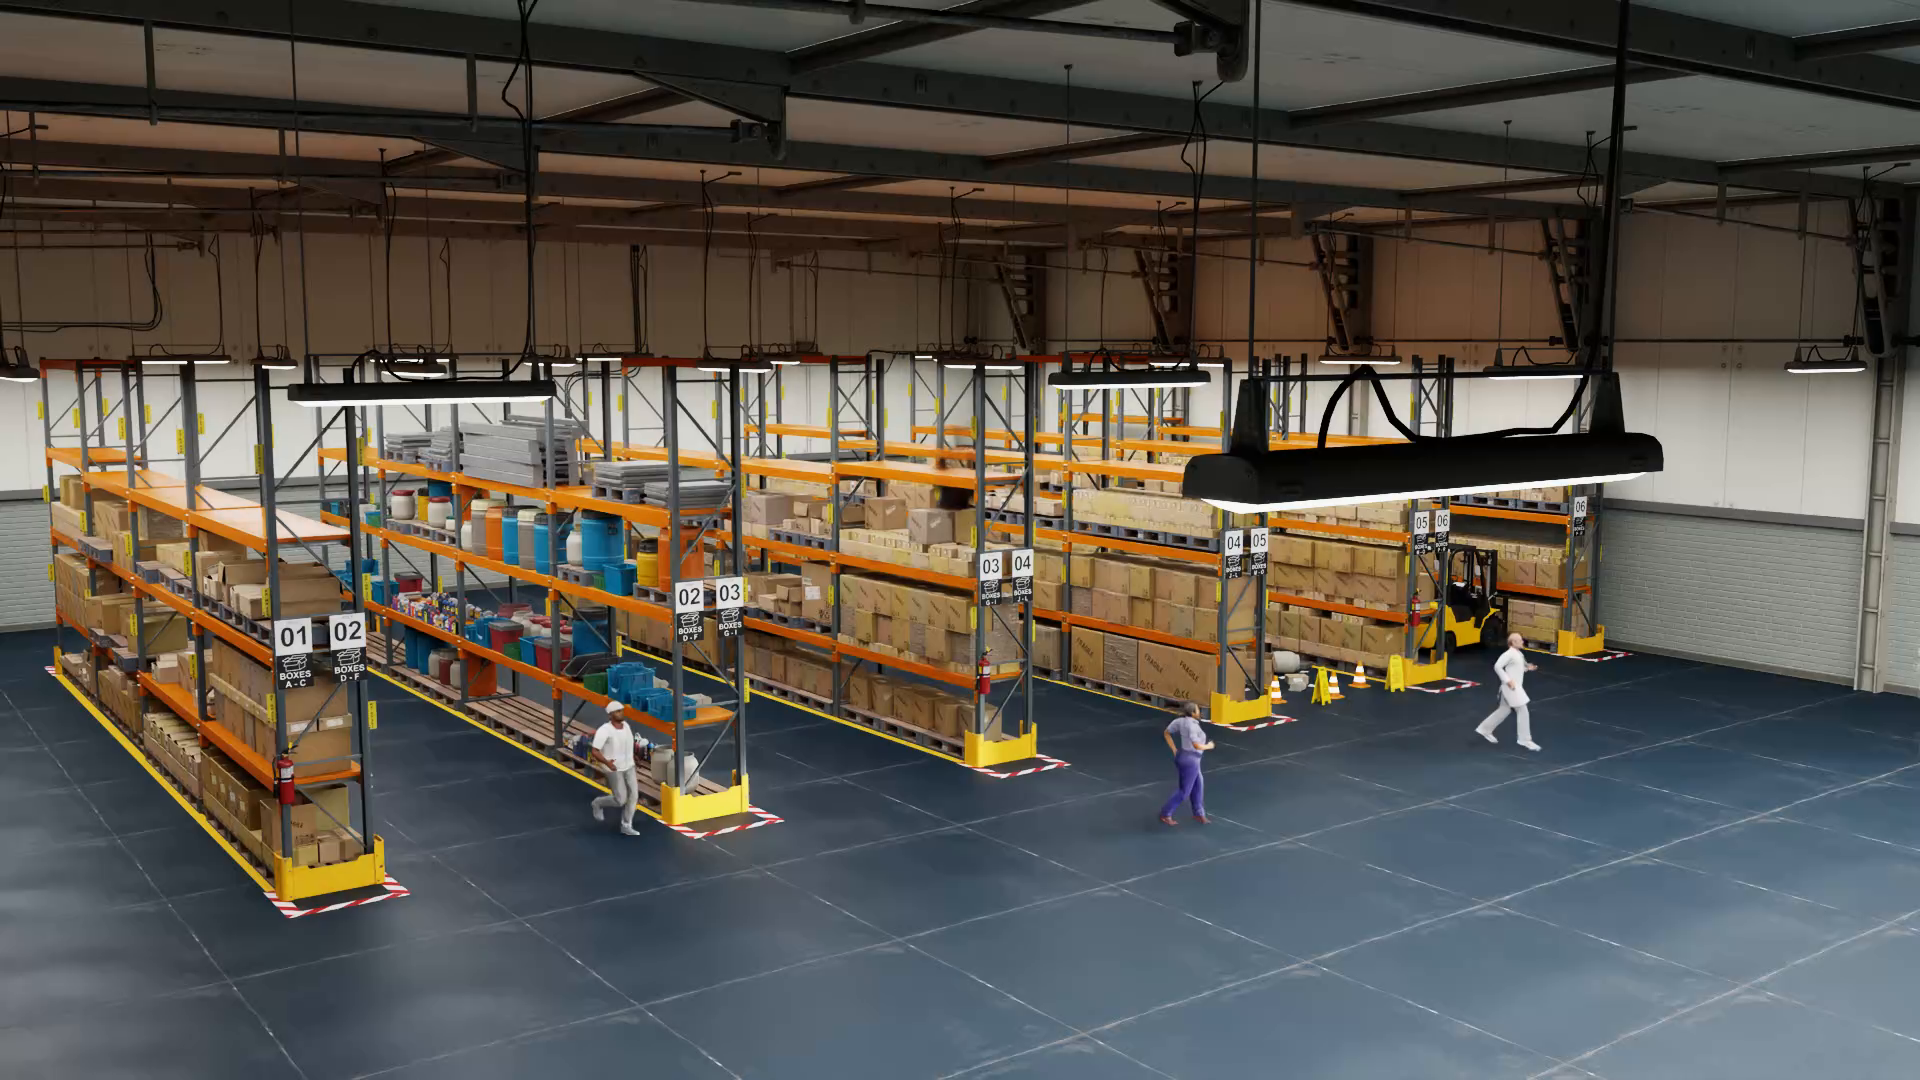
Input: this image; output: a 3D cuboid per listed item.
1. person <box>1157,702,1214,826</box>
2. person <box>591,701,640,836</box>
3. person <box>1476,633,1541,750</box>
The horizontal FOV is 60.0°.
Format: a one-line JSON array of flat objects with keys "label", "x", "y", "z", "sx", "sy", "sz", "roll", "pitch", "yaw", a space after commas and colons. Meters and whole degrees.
[{"label": "person", "x": 2.944, "y": 2.936, "z": 21.606, "sx": 0.814, "sy": 1.693, "sz": 0.594, "roll": -1, "pitch": 7, "yaw": -12}, {"label": "person", "x": -4.394, "y": 2.921, "z": 21.382, "sx": 0.728, "sy": 1.717, "sz": 0.695, "roll": 5, "pitch": 8, "yaw": 35}, {"label": "person", "x": 8.561, "y": 2.340, "z": 25.898, "sx": 0.980, "sy": 1.814, "sz": 0.680, "roll": 2, "pitch": 7, "yaw": 13}]
